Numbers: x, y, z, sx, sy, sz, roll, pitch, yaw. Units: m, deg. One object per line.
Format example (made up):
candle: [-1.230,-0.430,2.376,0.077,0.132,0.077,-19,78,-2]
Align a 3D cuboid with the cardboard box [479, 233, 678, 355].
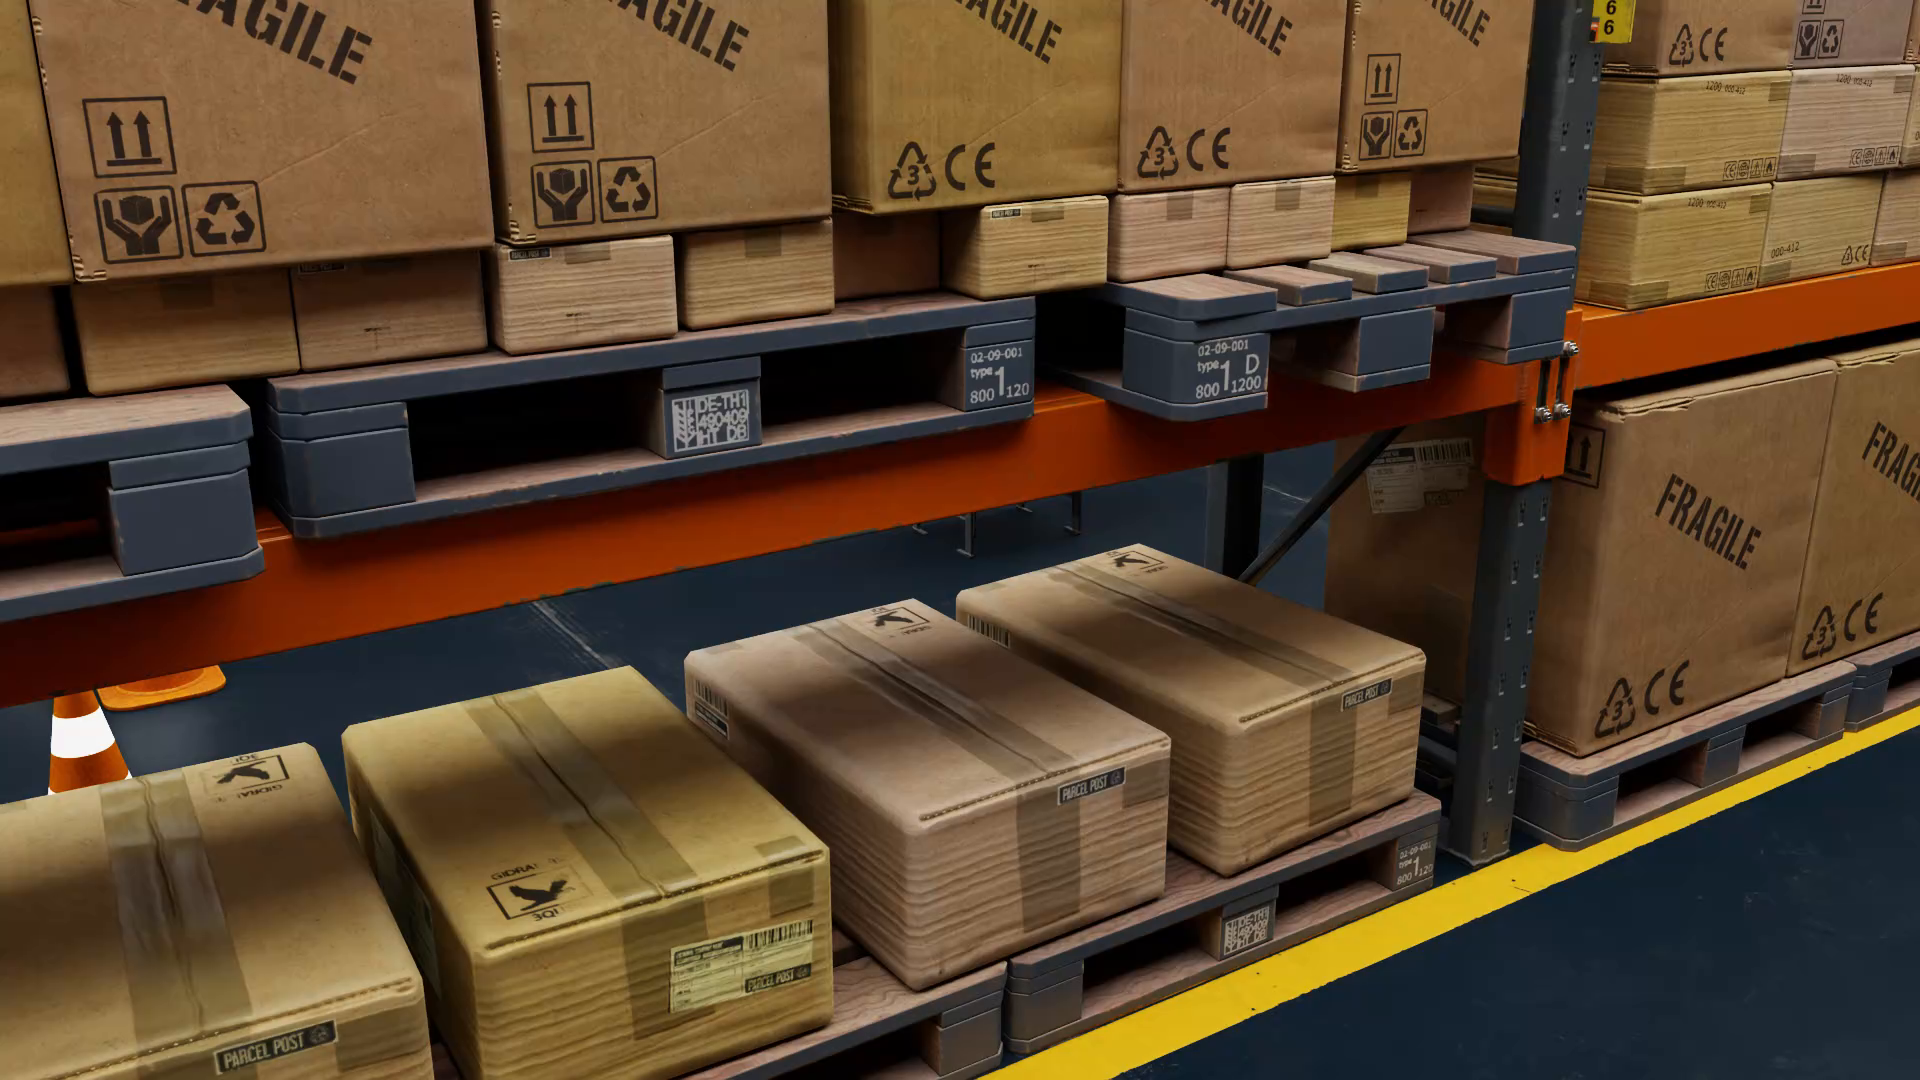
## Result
cardboard box: [-0.608,-0.394,2.463,0.250,0.149,0.380,-11,22,-29]

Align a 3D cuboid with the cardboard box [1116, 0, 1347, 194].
cardboard box: [0.341,-0.922,3.013,0.500,0.500,0.500,-12,22,-32]

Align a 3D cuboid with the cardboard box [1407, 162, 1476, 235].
cardboard box: [0.849,-0.743,3.495,0.250,0.149,0.380,-11,22,-29]

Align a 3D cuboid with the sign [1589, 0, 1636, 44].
sign: [1.300,-1.151,3.282,0.005,0.325,0.100,-12,22,-31]

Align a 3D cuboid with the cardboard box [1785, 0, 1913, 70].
cardboard box: [1.949,-1.416,4.032,0.500,0.500,0.500,-12,22,-31]

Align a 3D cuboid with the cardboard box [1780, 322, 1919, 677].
cardboard box: [2.363,-0.231,4.907,0.875,0.875,0.875,-12,22,-31]

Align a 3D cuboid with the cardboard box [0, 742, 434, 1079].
cardboard box: [-1.312,0.746,2.801,0.625,0.372,0.950,-10,21,-28]

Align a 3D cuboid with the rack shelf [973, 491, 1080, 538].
rack shelf: [0.138,-0.348,6.223,0.480,0.518,0.431,-12,22,-31]

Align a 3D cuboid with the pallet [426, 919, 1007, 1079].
pallet: [-0.678,0.888,3.288,1.213,0.211,1.003,-12,22,-31]

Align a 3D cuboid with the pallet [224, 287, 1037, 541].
pallet: [-0.638,-0.333,2.846,1.213,0.211,1.003,-12,22,-31]

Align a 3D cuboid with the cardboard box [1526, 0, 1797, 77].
cardboard box: [1.540,-1.326,3.766,0.500,0.500,0.500,-13,22,-33]

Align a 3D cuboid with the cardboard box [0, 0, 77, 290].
cardboard box: [-1.380,-0.560,1.943,0.500,0.500,0.500,-12,22,-31]

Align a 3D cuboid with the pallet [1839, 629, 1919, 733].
pallet: [2.711,0.205,5.308,1.213,0.211,1.003,-12,22,-31]

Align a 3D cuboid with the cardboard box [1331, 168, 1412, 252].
cardboard box: [0.665,-0.676,3.298,0.250,0.149,0.380,-12,22,-31]

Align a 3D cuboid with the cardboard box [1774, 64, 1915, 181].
cardboard box: [1.984,-1.063,4.160,0.500,0.250,0.500,-11,22,-30]

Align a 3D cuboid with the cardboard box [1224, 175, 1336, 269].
cardboard box: [0.479,-0.620,3.131,0.250,0.149,0.380,-12,22,-32]

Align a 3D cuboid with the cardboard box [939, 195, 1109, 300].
cardboard box: [0.042,-0.525,2.852,0.250,0.149,0.380,-11,22,-30]

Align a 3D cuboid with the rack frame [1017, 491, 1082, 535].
rack frame: [0.342,-1.067,6.122,0.015,2.100,0.400,-12,22,-31]

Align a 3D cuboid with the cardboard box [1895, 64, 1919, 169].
cardboard box: [2.408,-1.148,4.410,0.500,0.250,0.500,-12,22,-32]

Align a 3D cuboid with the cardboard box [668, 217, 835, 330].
cardboard box: [-0.402,-0.449,2.625,0.250,0.149,0.380,-13,22,-33]

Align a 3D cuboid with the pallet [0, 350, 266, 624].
pallet: [-1.629,-0.084,2.109,1.213,0.211,1.003,-12,22,-31]

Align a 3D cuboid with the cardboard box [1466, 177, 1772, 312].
cardboard box: [1.540,-0.731,3.959,0.500,0.250,0.500,-12,22,-32]

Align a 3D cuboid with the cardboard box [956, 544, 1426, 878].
cardboard box: [0.516,0.359,3.946,0.625,0.372,0.950,-14,23,-35]

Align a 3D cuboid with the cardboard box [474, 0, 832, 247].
cardboard box: [-0.537,-0.737,2.466,0.500,0.500,0.500,-13,23,-34]

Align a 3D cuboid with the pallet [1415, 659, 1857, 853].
pallet: [1.693,0.419,4.677,1.213,0.211,1.003,-12,22,-31]

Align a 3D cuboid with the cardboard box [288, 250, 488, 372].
cardboard box: [-0.859,-0.361,2.365,0.250,0.149,0.380,-12,22,-31]

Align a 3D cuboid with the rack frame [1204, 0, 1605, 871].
rack frame: [0.993,-0.784,3.879,0.127,3.000,1.000,-12,22,-31]

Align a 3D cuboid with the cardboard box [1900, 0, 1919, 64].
cardboard box: [2.389,-1.503,4.290,0.500,0.500,0.500,-11,22,-30]

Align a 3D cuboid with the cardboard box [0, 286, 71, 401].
cardboard box: [-1.304,-0.284,2.137,0.250,0.149,0.380,-10,21,-28]

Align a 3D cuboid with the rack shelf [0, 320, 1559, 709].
rack shelf: [-0.677,-0.090,2.952,4.000,0.370,1.077,-12,22,-31]

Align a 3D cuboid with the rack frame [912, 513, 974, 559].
rack frame: [-0.066,-0.981,5.868,0.015,2.100,0.400,-12,22,-31]

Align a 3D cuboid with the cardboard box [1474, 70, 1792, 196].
cardboard box: [1.552,-0.973,3.891,0.500,0.250,0.500,-12,22,-32]

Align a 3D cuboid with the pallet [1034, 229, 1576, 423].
pallet: [0.457,-0.539,3.454,1.003,0.211,1.213,-12,22,-31]

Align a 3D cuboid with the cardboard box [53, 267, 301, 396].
cardboard box: [-1.066,-0.318,2.238,0.250,0.149,0.380,-12,22,-31]

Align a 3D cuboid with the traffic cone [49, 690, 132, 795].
traffic cone: [-2.082,0.530,3.955,0.334,0.463,0.336,-12,22,-31]

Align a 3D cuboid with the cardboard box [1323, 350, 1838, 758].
cardboard box: [1.616,-0.075,4.446,0.875,0.875,0.875,-12,22,-32]

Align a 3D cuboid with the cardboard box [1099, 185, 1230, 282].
cardboard box: [0.264,-0.578,3.006,0.250,0.149,0.380,-13,23,-34]

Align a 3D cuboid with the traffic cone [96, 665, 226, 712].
traffic cone: [-2.390,0.211,4.897,0.334,0.463,0.336,-12,22,-31]

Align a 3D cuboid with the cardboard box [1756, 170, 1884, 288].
cardboard box: [1.959,-0.827,4.240,0.500,0.250,0.500,-13,22,-33]

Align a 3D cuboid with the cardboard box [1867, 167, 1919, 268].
cardboard box: [2.401,-0.917,4.509,0.500,0.250,0.500,-11,22,-30]

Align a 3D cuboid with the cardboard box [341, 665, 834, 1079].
cardboard box: [-0.733,0.623,3.165,0.625,0.372,0.950,-11,22,-30]

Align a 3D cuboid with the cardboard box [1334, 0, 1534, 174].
cardboard box: [0.766,-1.016,3.291,0.500,0.500,0.500,-13,22,-33]

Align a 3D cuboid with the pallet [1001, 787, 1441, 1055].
pallet: [0.340,0.675,3.919,1.213,0.211,1.003,-12,22,-31]

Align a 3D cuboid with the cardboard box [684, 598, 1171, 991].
cardboard box: [-0.096,0.491,3.555,0.625,0.372,0.950,-12,22,-32]

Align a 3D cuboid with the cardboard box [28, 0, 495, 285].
cardboard box: [-0.960,-0.644,2.189,0.500,0.500,0.500,-12,22,-32]

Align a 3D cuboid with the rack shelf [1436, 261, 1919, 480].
rack shelf: [2.664,-0.795,5.036,4.000,0.370,1.077,-12,22,-31]

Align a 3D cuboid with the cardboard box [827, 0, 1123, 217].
cardboard box: [-0.080,-0.833,2.749,0.500,0.500,0.500,-14,23,-35]

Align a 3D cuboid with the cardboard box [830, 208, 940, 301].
cardboard box: [-0.237,-0.515,2.821,0.250,0.149,0.380,-12,22,-31]

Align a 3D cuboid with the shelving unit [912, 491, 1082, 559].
shelving unit: [0.138,-1.024,5.995,0.503,2.100,0.431,-12,22,-31]
